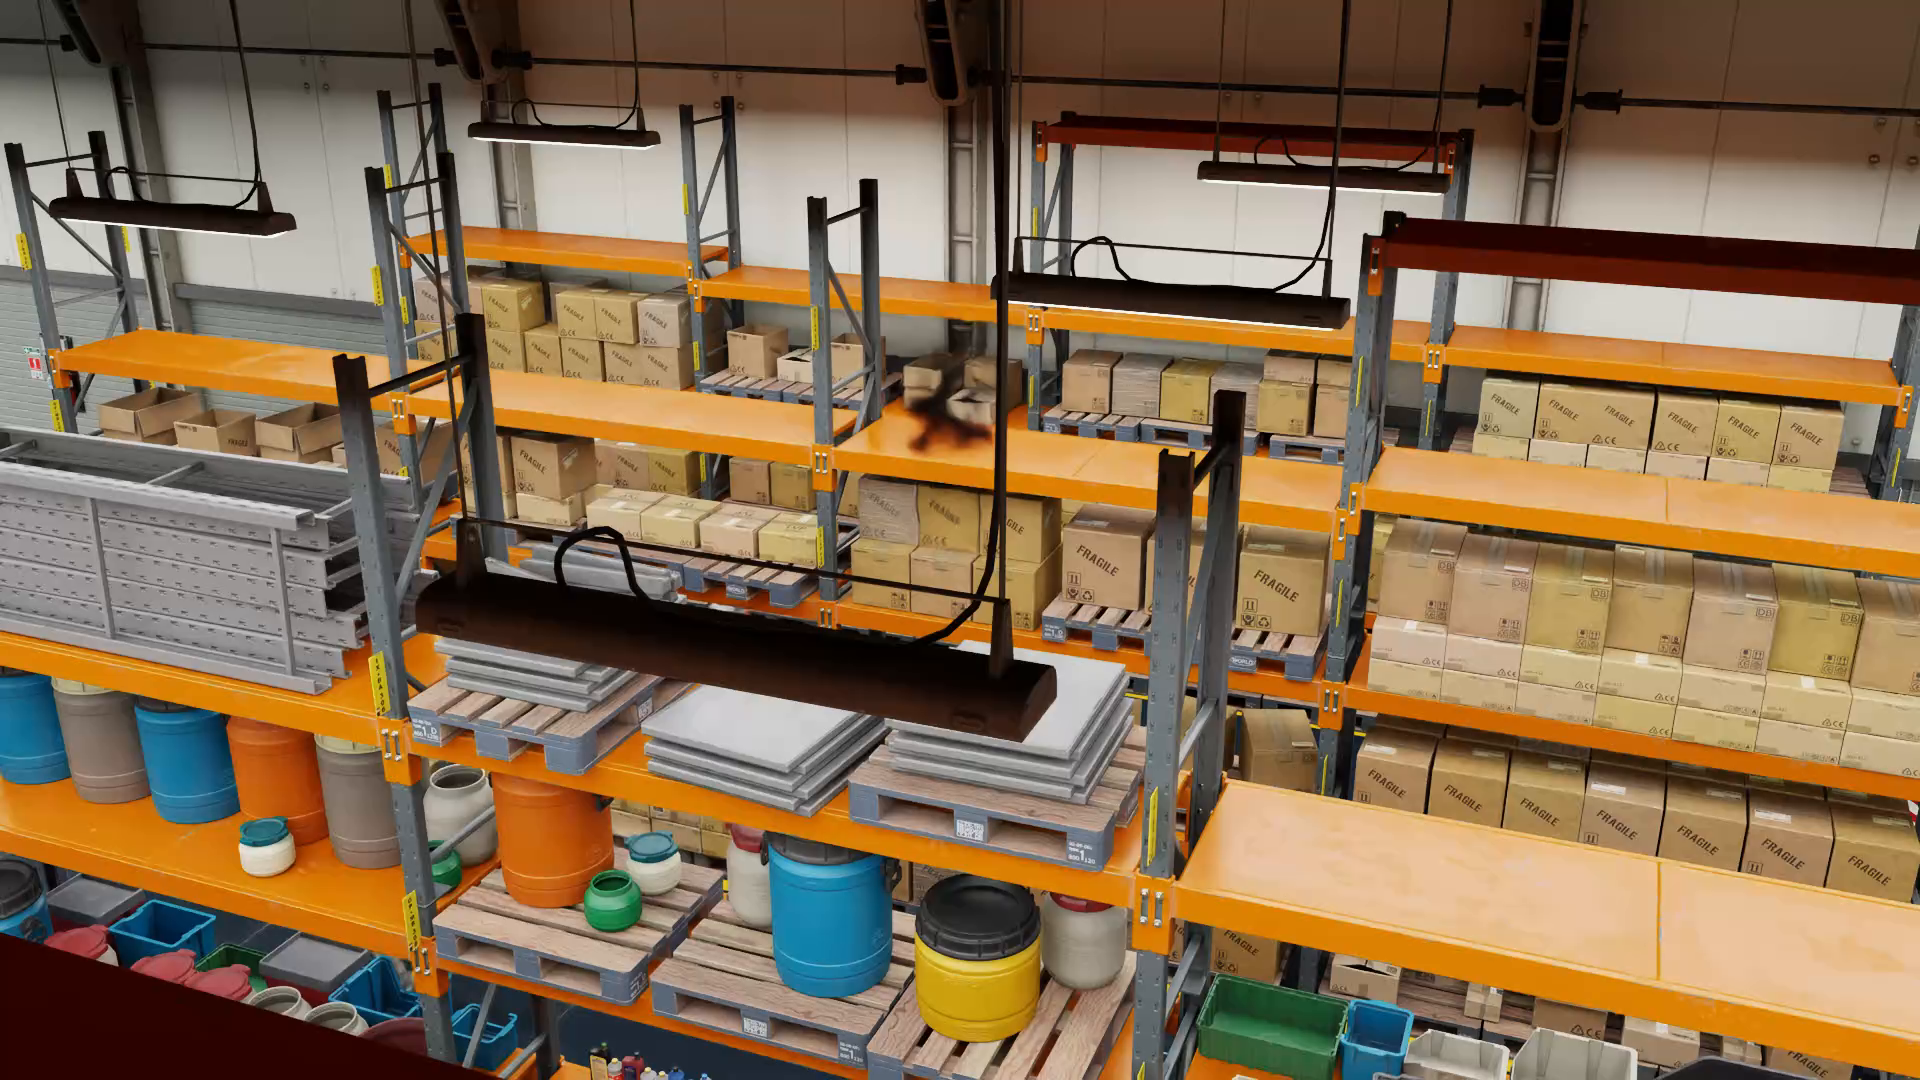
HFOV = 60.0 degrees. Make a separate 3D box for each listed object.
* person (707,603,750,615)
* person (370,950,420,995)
[{"bbox_3d":[-2.489,1.168,16.807,0.690,1.775,0.641,3,21,8],"label":"person"},{"bbox_3d":[-4.334,2.777,12.718,0.619,1.660,0.590,7,22,19],"label":"person"}]
